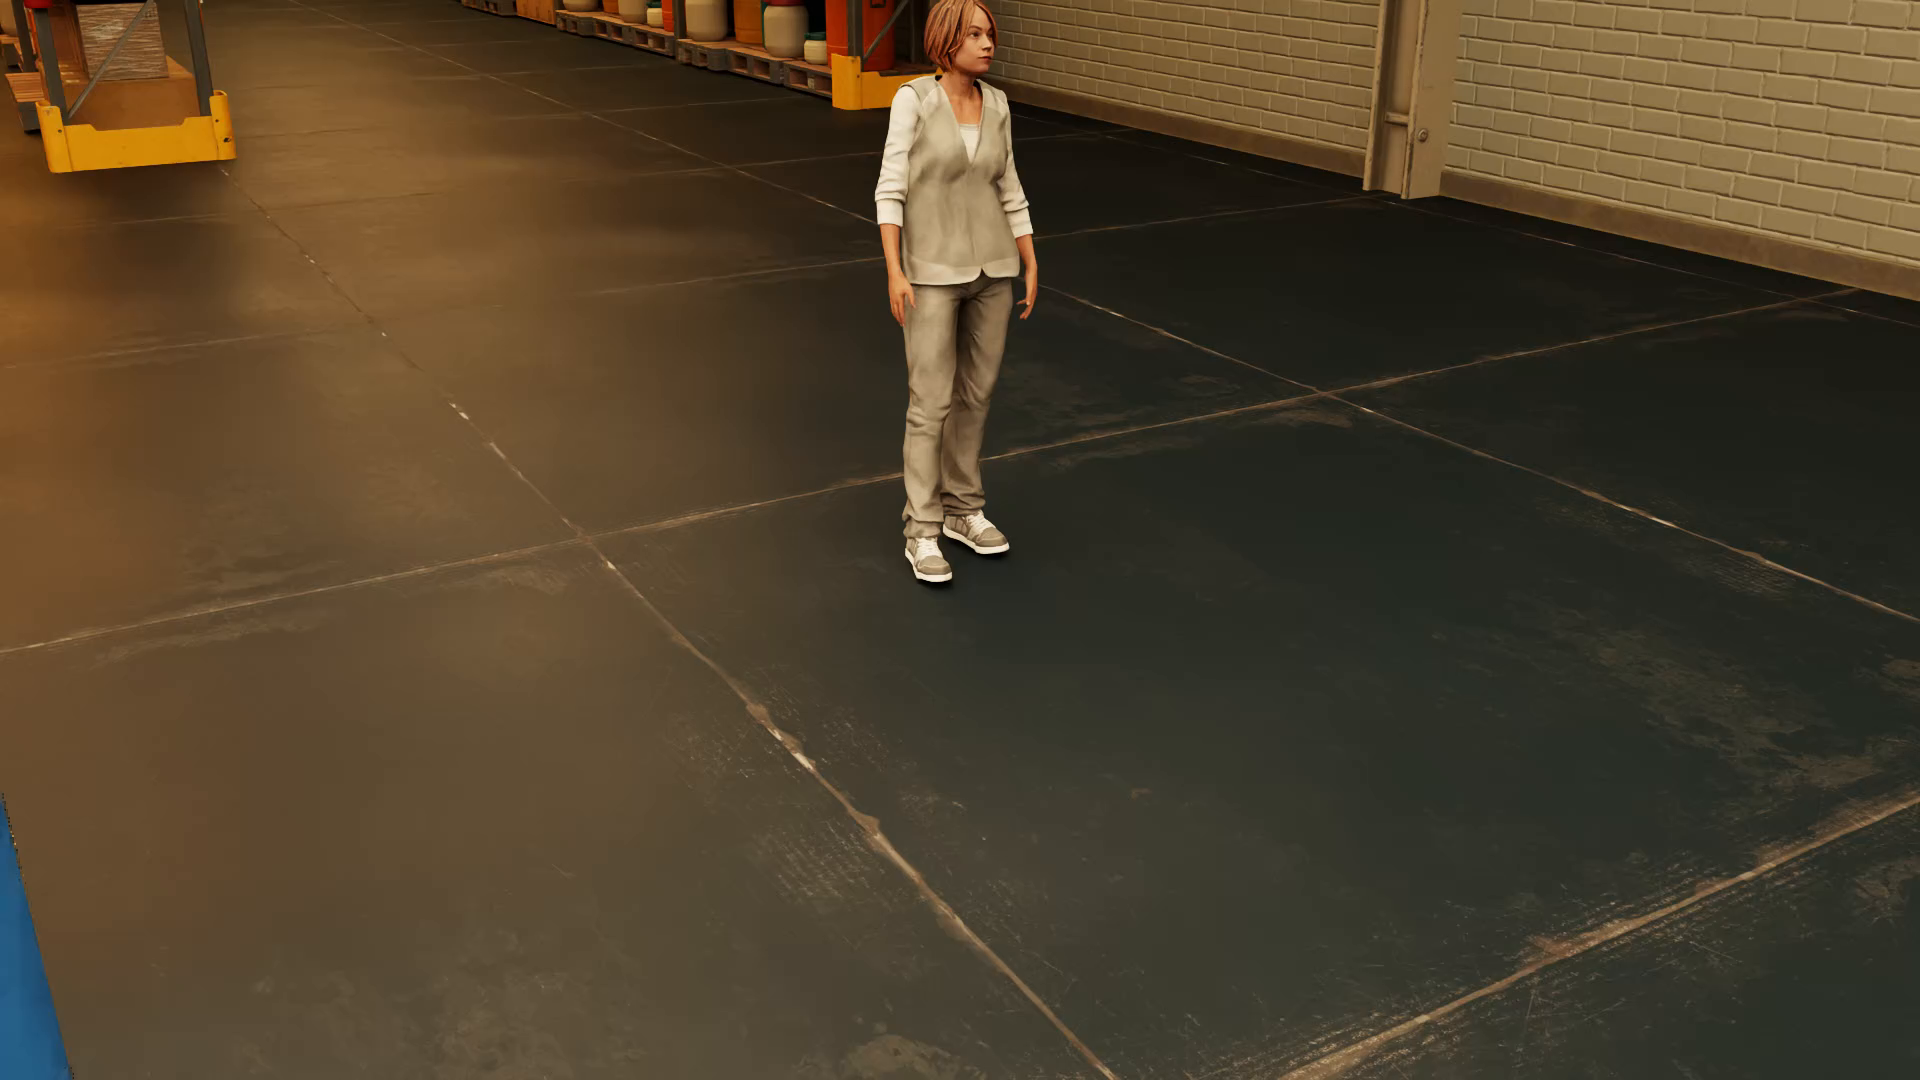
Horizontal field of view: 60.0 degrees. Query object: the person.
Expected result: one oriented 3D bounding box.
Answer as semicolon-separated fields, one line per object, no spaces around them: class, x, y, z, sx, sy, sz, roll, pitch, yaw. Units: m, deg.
person;0.024;-0.712;4.766;0.520;1.582;0.475;-12;25;-28
